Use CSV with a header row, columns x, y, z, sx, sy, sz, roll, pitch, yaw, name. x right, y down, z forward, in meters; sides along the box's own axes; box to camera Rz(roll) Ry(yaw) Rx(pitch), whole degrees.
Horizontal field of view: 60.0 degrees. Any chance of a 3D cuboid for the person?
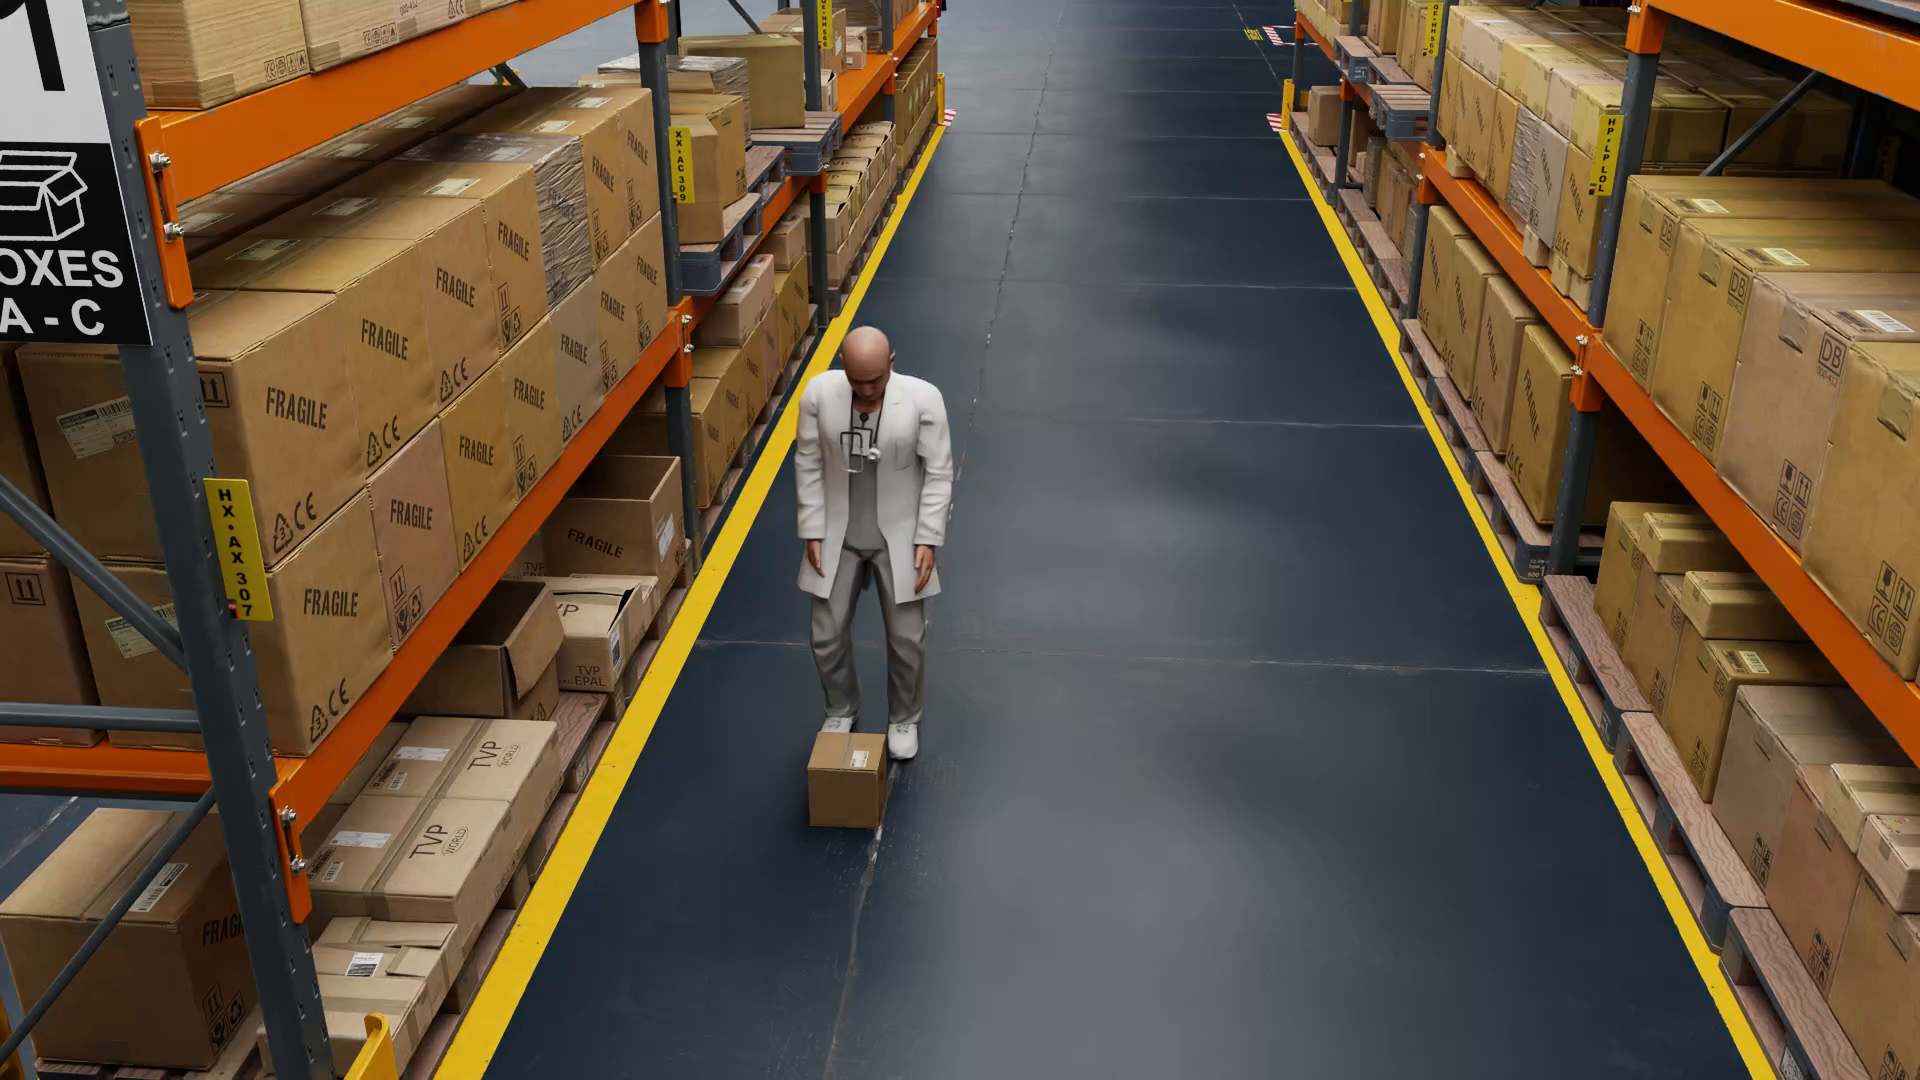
x,y,z,sx,sy,sz,roll,pitch,yaw,name
-0.319,0.004,6.203,0.595,1.715,0.448,4,24,8,person
